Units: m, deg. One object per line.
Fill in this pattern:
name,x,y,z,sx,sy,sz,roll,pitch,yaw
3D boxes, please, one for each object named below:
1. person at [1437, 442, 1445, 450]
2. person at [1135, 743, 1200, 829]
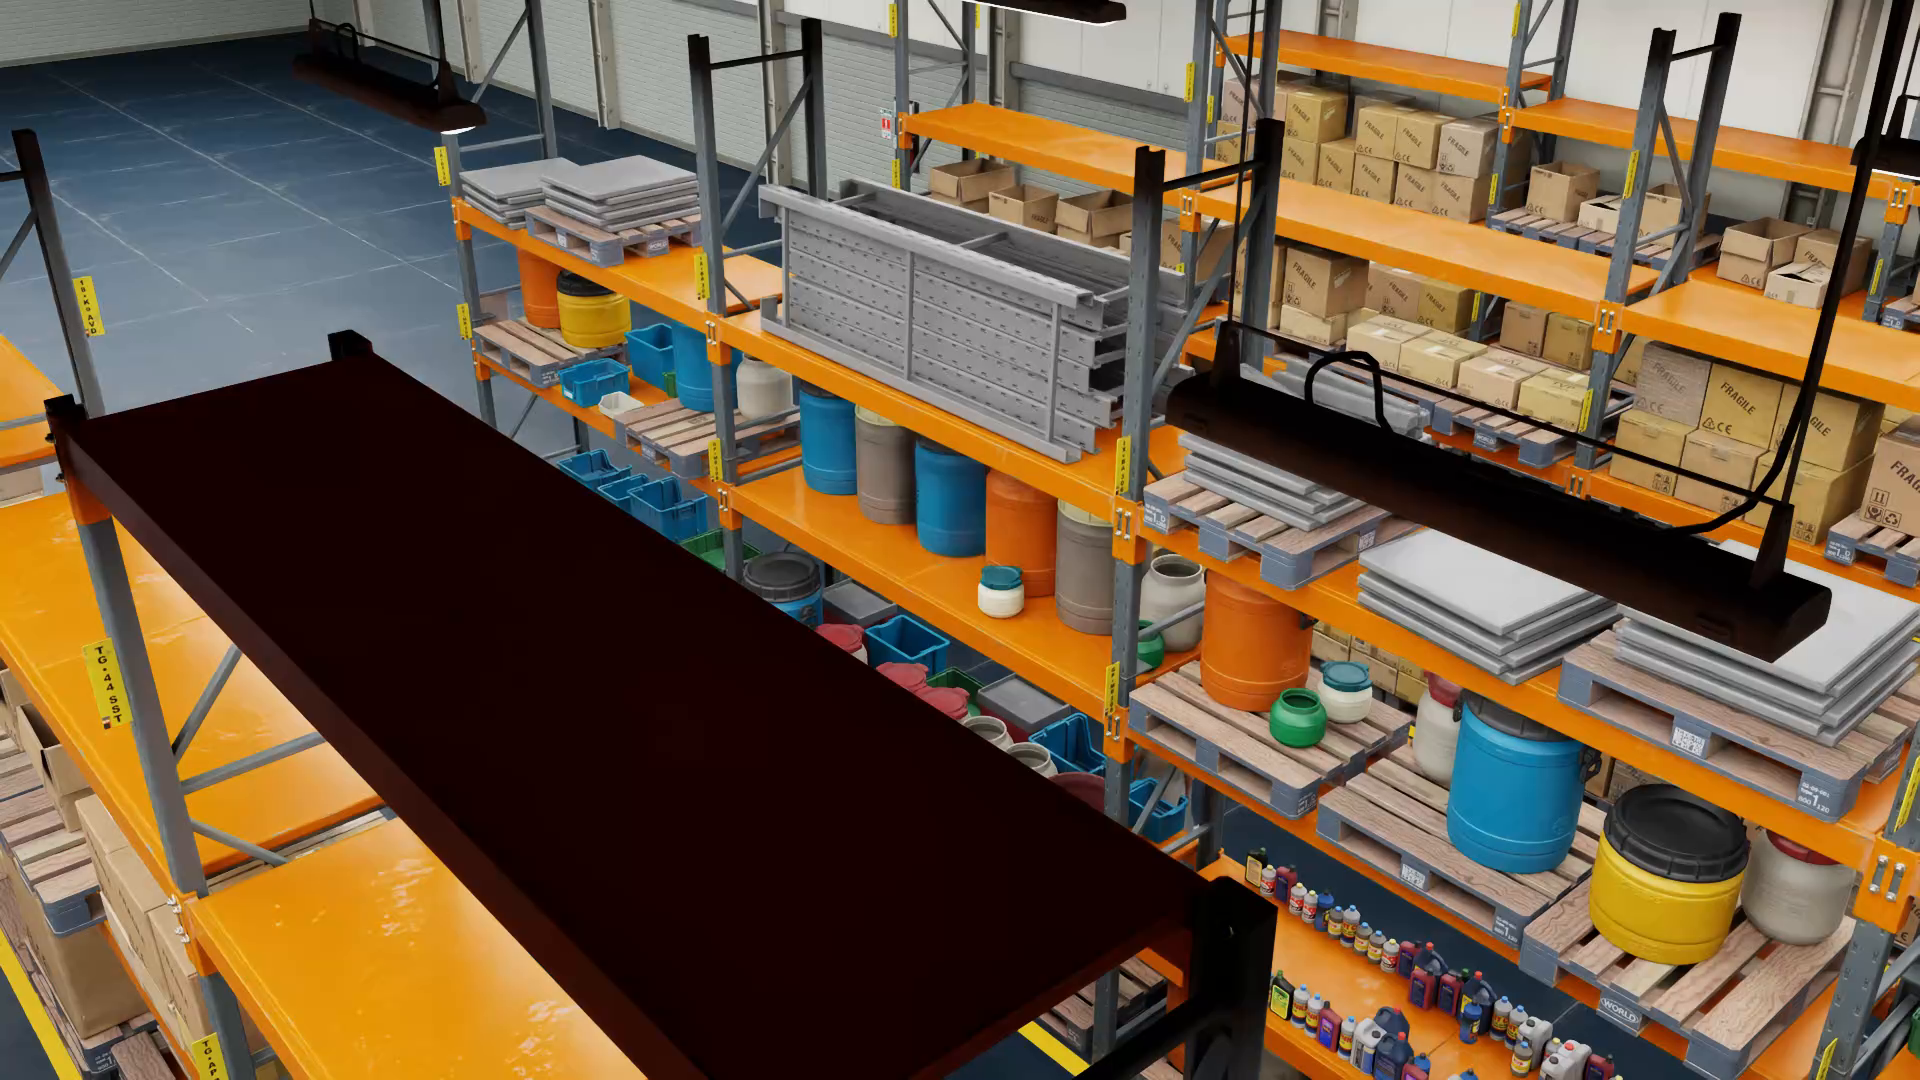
person,4.672,-0.768,17.052,0.580,1.700,0.551,13,30,25
person,1.509,1.852,11.963,0.983,1.277,0.432,-24,35,-39
